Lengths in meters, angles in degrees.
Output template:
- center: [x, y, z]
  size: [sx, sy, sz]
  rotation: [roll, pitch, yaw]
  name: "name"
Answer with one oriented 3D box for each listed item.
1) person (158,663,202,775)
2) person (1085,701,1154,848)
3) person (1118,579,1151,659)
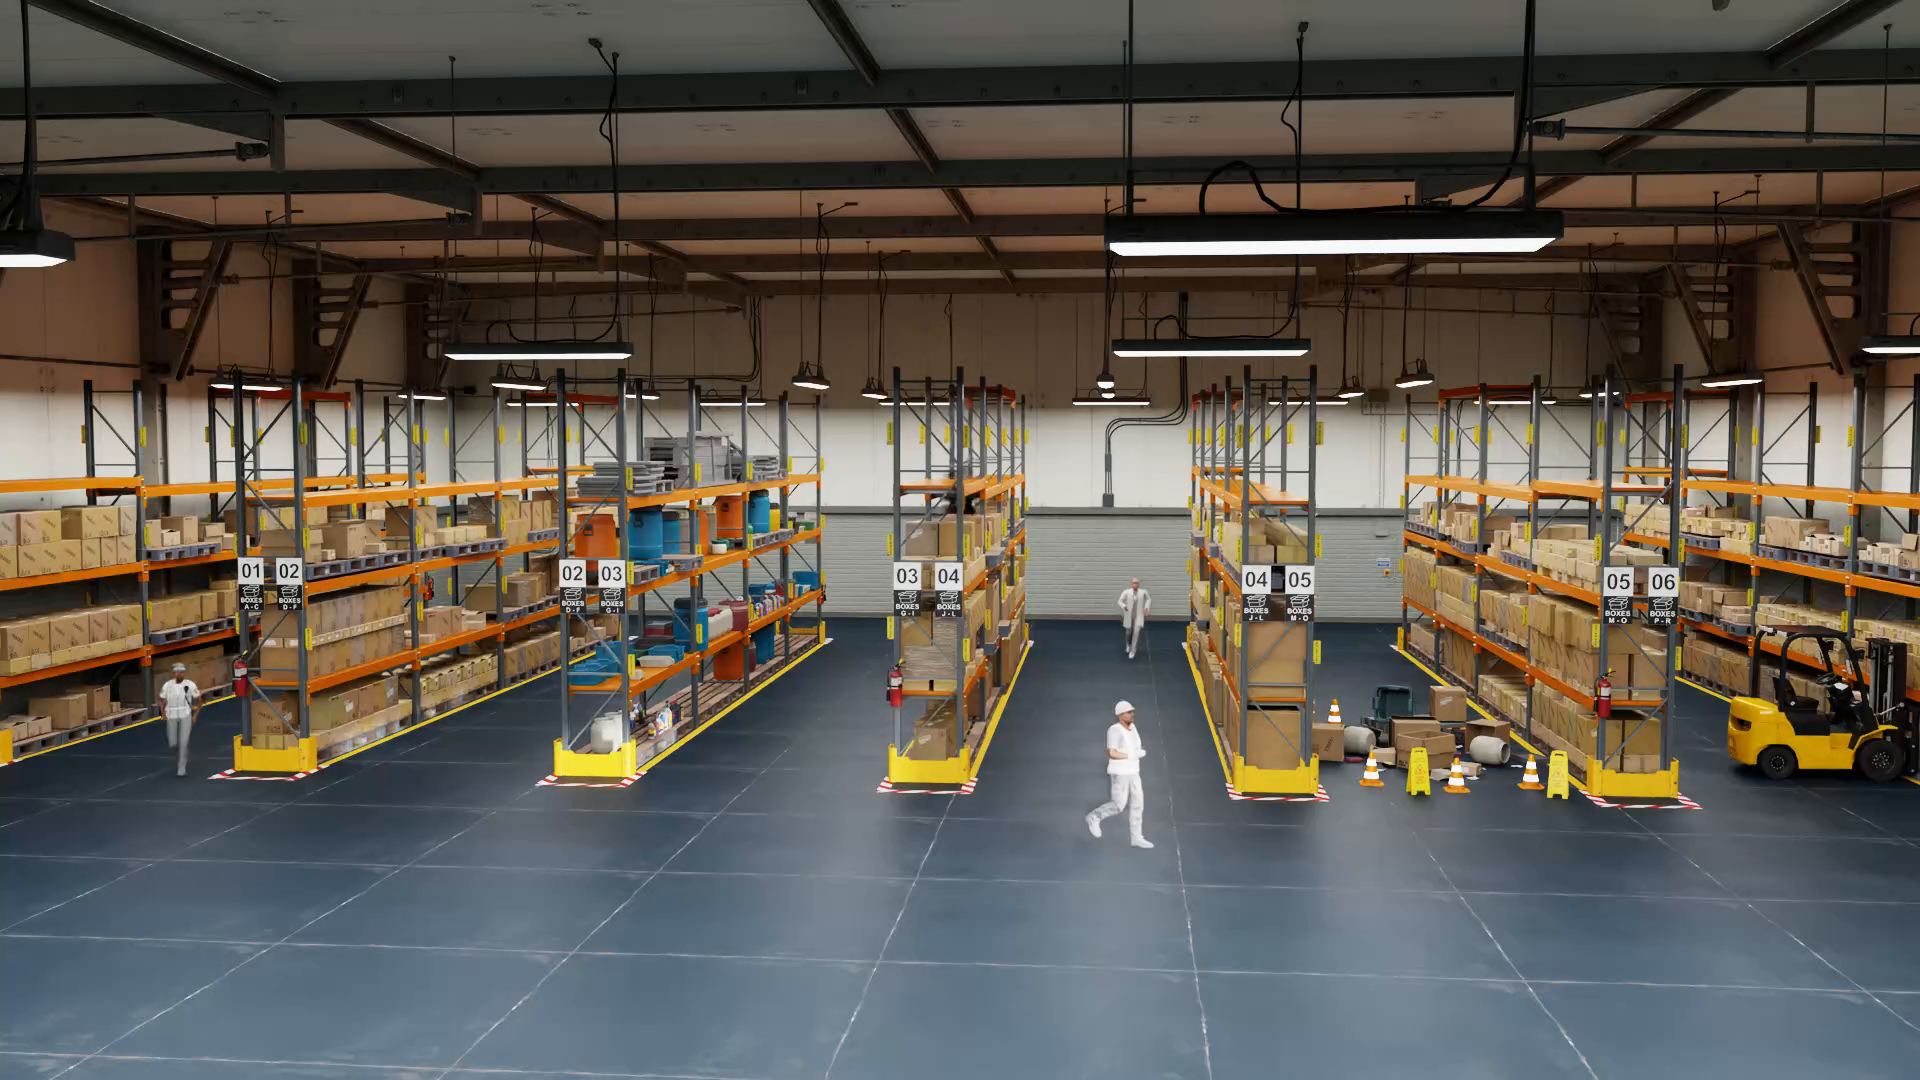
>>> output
- center: [-11.630, 2.646, 24.797]
  size: [0.610, 1.670, 0.523]
  rotation: [-1, 4, -15]
  name: "person"
- center: [1.964, 2.840, 20.291]
  size: [0.896, 1.765, 0.696]
  rotation: [2, 4, 35]
  name: "person"
- center: [3.958, 1.762, 37.769]
  size: [0.745, 1.776, 1.072]
  rotation: [0, 4, 7]
  name: "person"
